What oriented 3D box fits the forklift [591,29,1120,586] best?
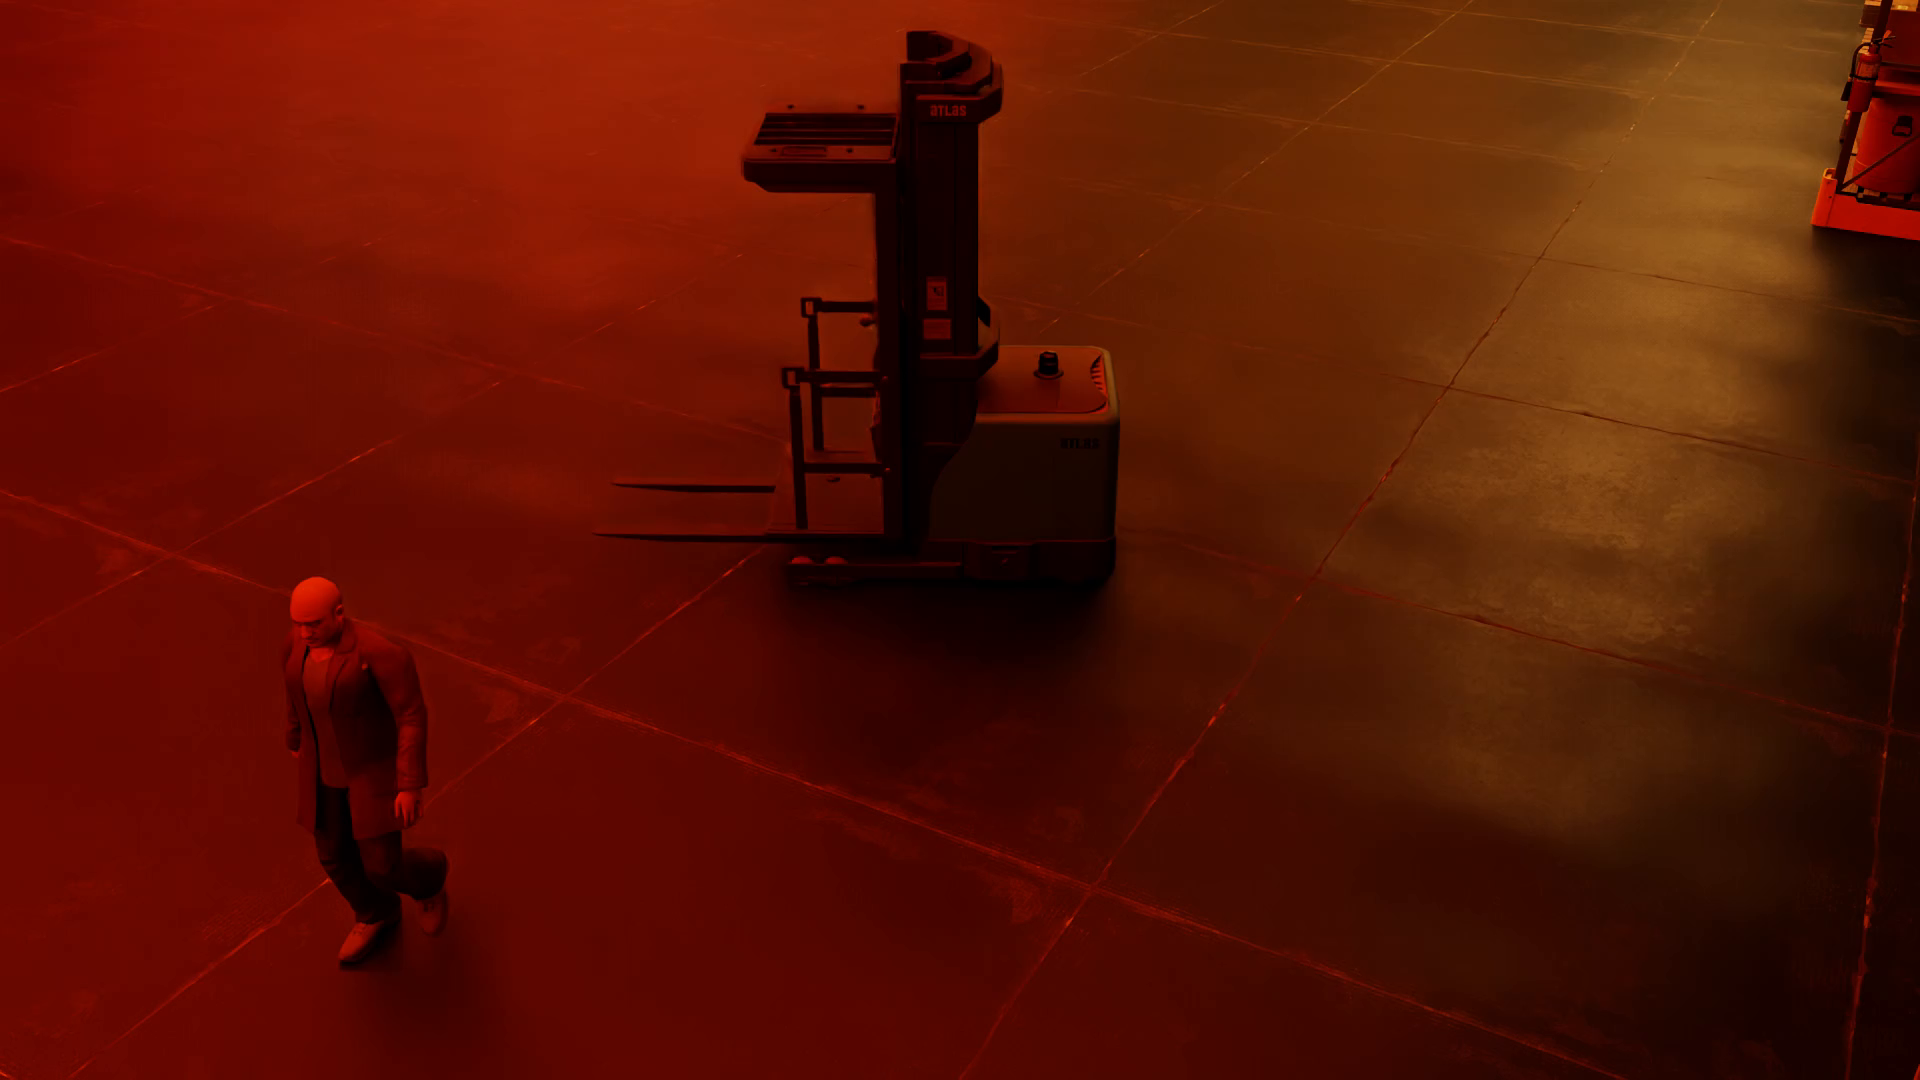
[{"bbox_3d":[-0.618,-1.268,9.268,3.031,2.935,1.130,1,30,1],"label":"forklift"}]

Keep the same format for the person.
[{"bbox_3d":[-2.413,0.916,6.659,0.782,1.758,0.525,8,31,13],"label":"person"}]
